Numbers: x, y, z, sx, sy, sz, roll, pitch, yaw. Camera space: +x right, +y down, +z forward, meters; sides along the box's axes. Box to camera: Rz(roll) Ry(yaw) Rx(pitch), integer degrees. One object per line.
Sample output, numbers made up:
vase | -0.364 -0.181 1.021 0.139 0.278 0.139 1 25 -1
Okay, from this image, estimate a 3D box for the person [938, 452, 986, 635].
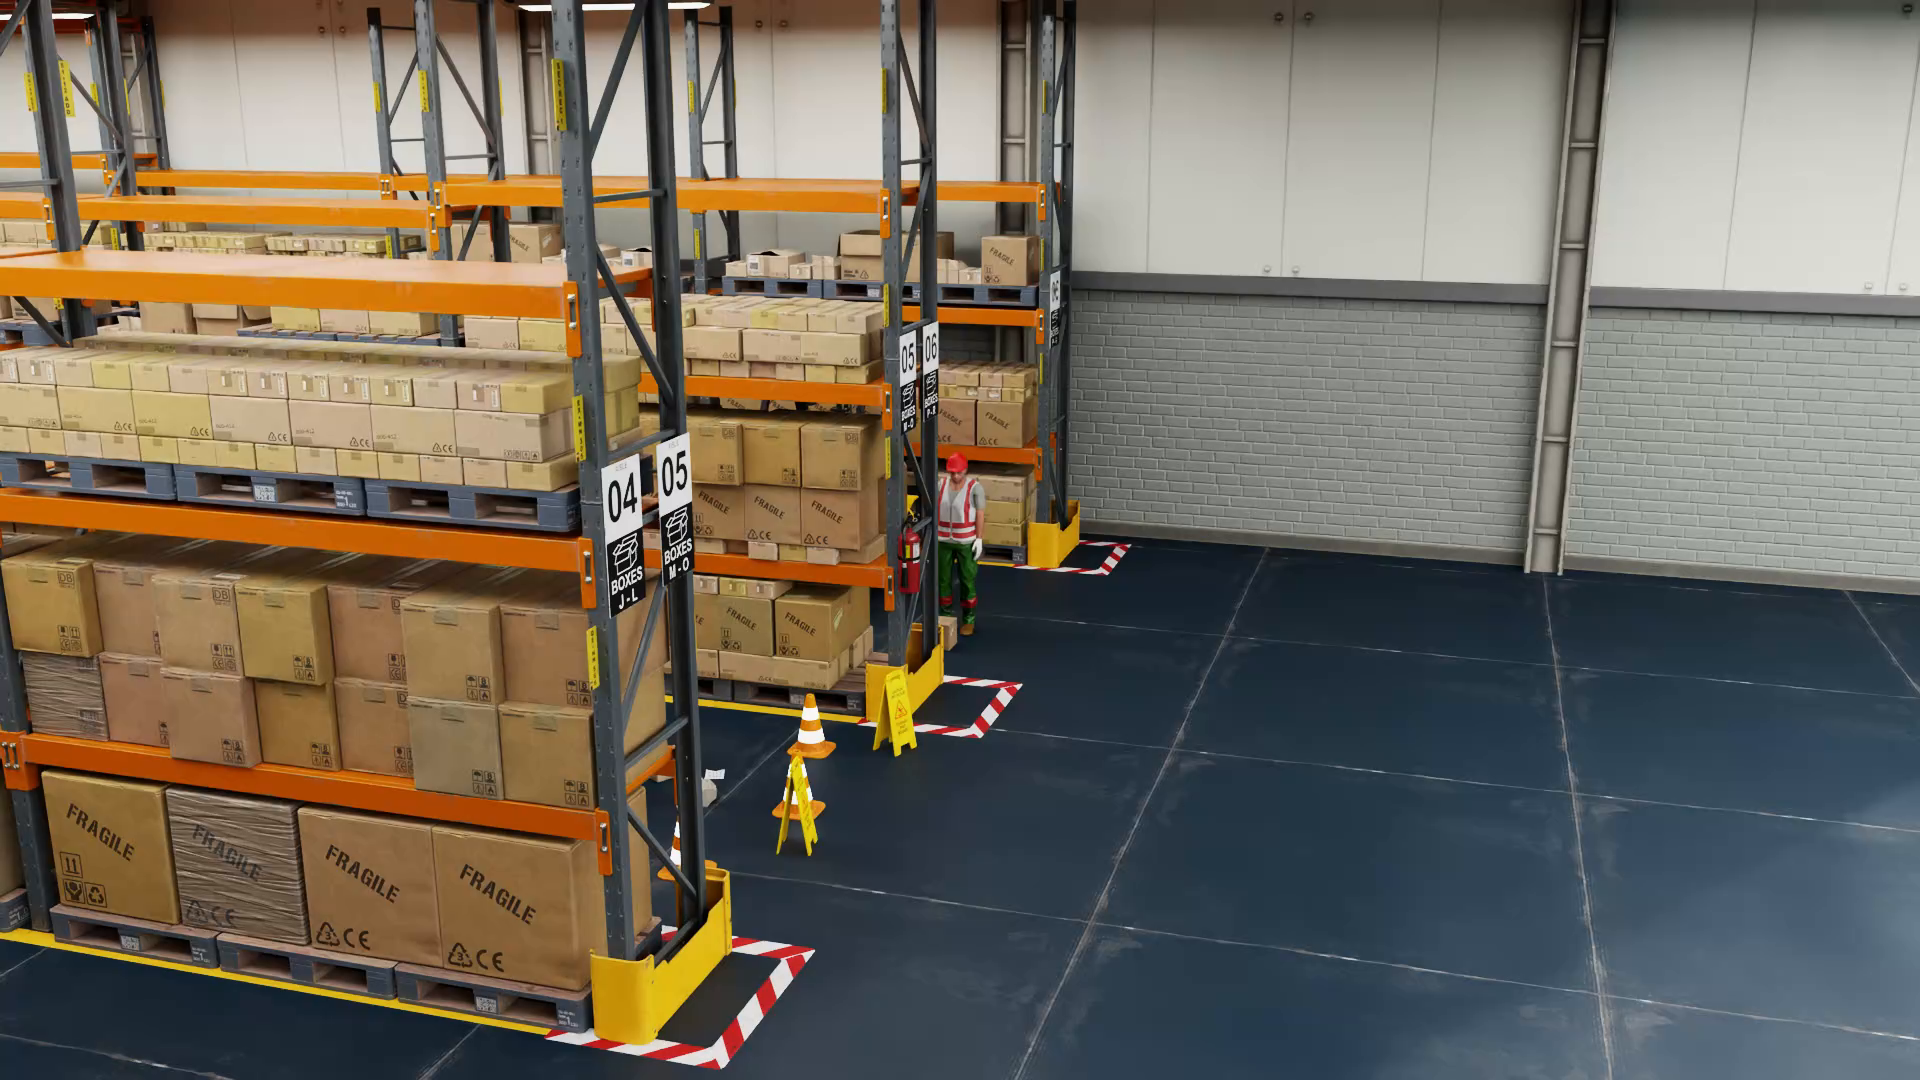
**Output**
person | -0.024 0.023 15.908 0.529 1.775 0.364 5 16 17
